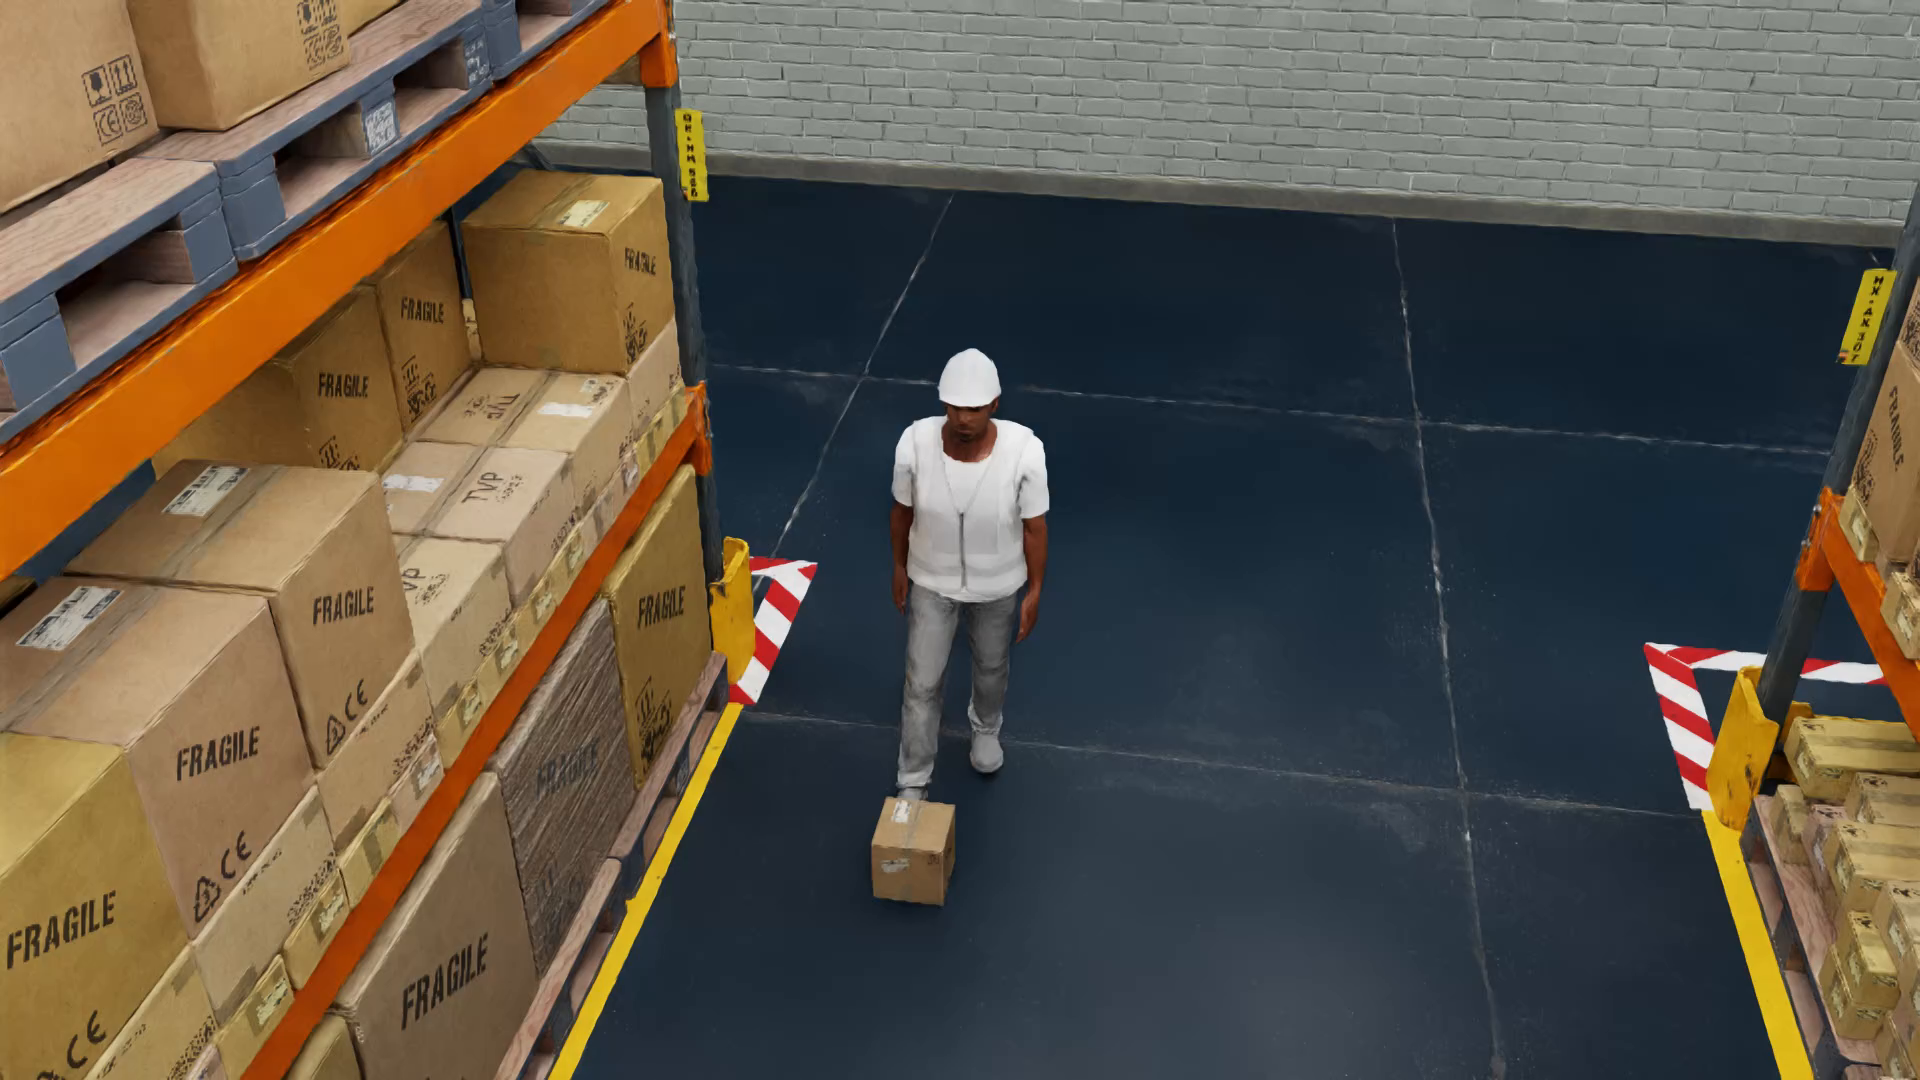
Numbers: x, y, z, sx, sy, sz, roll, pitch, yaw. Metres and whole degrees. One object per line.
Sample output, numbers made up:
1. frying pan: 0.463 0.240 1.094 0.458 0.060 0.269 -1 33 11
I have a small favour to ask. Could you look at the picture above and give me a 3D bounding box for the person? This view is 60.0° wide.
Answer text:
1. person: 0.022 0.180 5.816 0.562 1.750 0.722 2 32 3
